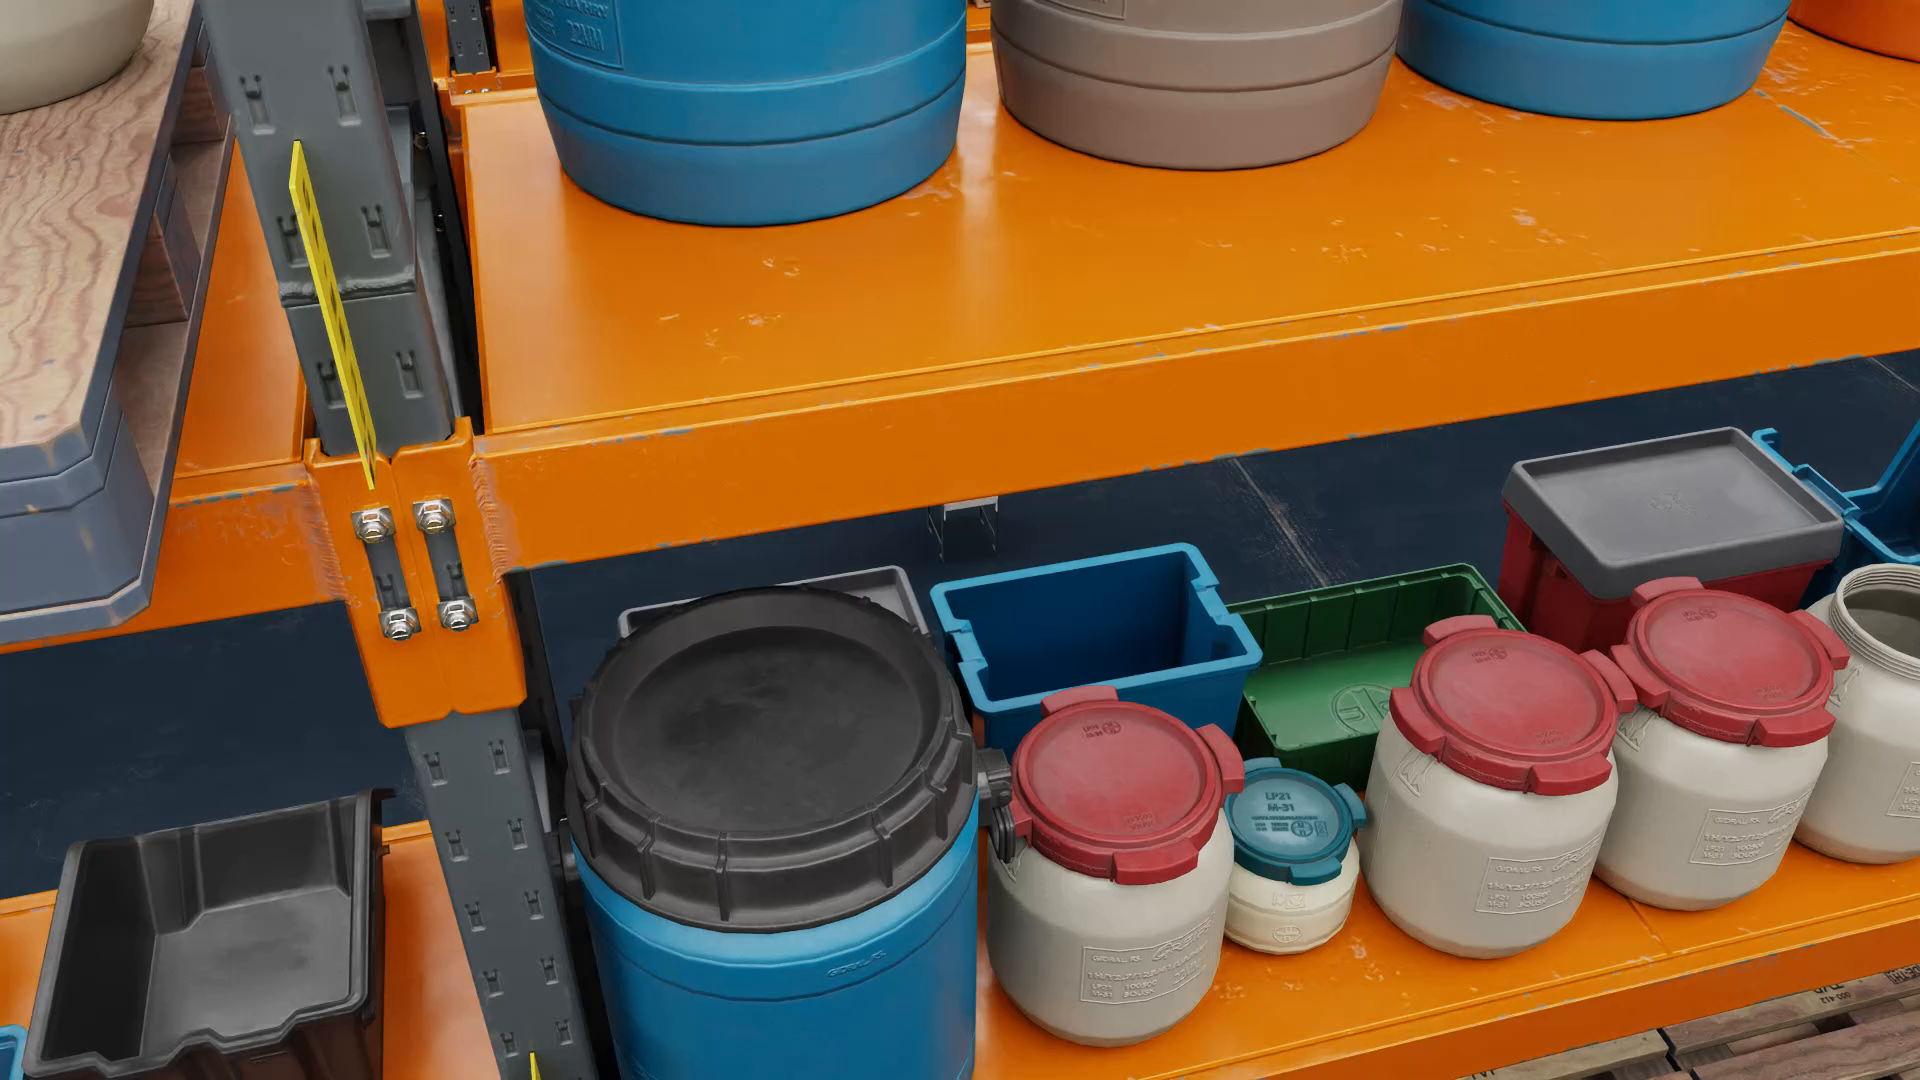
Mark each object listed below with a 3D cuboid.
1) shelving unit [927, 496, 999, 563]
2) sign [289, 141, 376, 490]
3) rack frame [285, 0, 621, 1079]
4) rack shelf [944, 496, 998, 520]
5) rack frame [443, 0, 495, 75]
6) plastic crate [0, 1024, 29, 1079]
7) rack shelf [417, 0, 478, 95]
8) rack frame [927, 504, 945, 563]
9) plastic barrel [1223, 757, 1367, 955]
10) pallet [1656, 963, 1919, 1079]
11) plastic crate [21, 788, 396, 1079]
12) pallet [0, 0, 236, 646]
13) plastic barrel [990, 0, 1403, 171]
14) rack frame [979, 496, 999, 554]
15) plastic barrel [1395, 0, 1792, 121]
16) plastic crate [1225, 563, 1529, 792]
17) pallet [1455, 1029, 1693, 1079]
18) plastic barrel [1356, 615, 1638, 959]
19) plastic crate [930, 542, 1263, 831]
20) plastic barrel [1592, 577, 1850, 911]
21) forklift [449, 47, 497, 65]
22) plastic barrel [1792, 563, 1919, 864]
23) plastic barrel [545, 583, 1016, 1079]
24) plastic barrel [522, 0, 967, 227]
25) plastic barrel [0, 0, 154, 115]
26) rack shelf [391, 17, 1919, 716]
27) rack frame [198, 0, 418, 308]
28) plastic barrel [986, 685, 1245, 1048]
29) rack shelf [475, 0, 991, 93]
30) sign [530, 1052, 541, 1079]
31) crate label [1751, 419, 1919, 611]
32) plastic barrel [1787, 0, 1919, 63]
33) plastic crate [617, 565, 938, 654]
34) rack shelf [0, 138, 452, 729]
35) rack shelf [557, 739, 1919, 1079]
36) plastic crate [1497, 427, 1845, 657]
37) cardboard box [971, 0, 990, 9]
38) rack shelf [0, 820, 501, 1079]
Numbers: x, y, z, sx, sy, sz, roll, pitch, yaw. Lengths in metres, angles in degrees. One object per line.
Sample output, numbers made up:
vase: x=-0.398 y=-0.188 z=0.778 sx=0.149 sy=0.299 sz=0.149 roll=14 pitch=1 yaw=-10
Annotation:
shelving unit: x=0.008 y=-0.359 z=5.978 sx=0.210 sy=0.900 sz=0.258 roll=-9 pitch=38 yaw=-12
sign: x=-0.591 y=-0.206 z=1.574 sx=0.005 sy=0.325 sz=0.100 roll=-9 pitch=38 yaw=-12
rack frame: x=-0.723 y=0.665 z=2.912 sx=0.127 sy=3.000 sz=1.000 roll=-9 pitch=38 yaw=-12
rack shelf: x=0.008 y=-0.189 z=6.108 sx=0.200 sy=0.077 sz=0.258 roll=-9 pitch=38 yaw=-12
rack frame: x=-2.011 y=-2.241 z=6.711 sx=0.127 sy=3.000 sz=1.000 roll=-9 pitch=38 yaw=-12
plastic crate: x=-1.721 y=1.058 z=2.520 sx=0.616 sy=0.251 sz=0.499 roll=-9 pitch=38 yaw=-12
rack shelf: x=-3.942 y=-1.639 z=6.516 sx=4.000 sy=0.370 sz=1.077 roll=-9 pitch=38 yaw=-12
rack frame: x=-0.090 y=-0.343 z=5.957 sx=0.006 sy=0.900 sz=0.240 roll=-9 pitch=38 yaw=-12
plastic barrel: x=0.595 y=0.600 z=3.111 sx=0.301 sy=0.262 sz=0.301 roll=0 pitch=37 yaw=0
pallet: x=2.380 y=1.238 z=4.457 sx=1.213 sy=0.211 sz=1.003 roll=-9 pitch=38 yaw=-12
plastic crate: x=-1.262 y=0.698 z=2.920 sx=0.504 sy=0.338 sz=0.767 roll=-9 pitch=38 yaw=-12
pallet: x=-1.394 y=-0.280 z=1.834 sx=1.003 sy=0.211 sz=1.213 roll=-9 pitch=38 yaw=-12
plastic barrel: x=0.343 y=-1.037 z=2.256 sx=0.600 sy=0.901 sz=0.600 roll=0 pitch=37 yaw=0
rack frame: x=0.106 y=-0.375 z=5.999 sx=0.006 sy=0.900 sz=0.240 roll=-9 pitch=38 yaw=-12
plastic barrel: x=0.974 y=-1.141 z=2.391 sx=0.708 sy=0.901 sz=0.600 roll=-9 pitch=38 yaw=-12
plastic crate: x=0.884 y=0.307 z=3.554 sx=0.662 sy=0.188 sz=0.450 roll=-9 pitch=38 yaw=-12
pallet: x=1.205 y=1.430 z=4.207 sx=1.213 sy=0.211 sz=1.003 roll=-9 pitch=38 yaw=-12
plastic barrel: x=0.966 y=0.472 z=3.053 sx=0.433 sy=0.535 sz=0.433 roll=0 pitch=37 yaw=0
plastic crate: x=0.261 y=0.314 z=3.384 sx=0.575 sy=0.384 sz=0.392 roll=-9 pitch=38 yaw=-12
plastic barrel: x=1.384 y=0.403 z=3.143 sx=0.433 sy=0.535 sz=0.433 roll=0 pitch=37 yaw=0
forklift: x=-3.821 y=-3.419 z=8.307 sx=3.031 sy=2.935 sz=1.130 roll=-10 pitch=38 yaw=-12
plastic barrel: x=1.794 y=0.342 z=3.243 sx=0.421 sy=0.512 sz=0.421 roll=0 pitch=37 yaw=0
plastic barrel: x=-0.271 y=0.582 z=2.608 sx=0.708 sy=0.901 sz=0.600 roll=-9 pitch=38 yaw=-12
plastic barrel: x=-0.289 y=-0.934 z=2.120 sx=0.708 sy=0.901 sz=0.600 roll=-9 pitch=38 yaw=-12
plastic barrel: x=-1.190 y=-0.785 z=1.901 sx=0.421 sy=0.512 sz=0.421 roll=0 pitch=37 yaw=0
rack shelf: x=1.208 y=-0.558 z=2.634 sx=4.000 sy=0.370 sz=1.077 roll=-9 pitch=38 yaw=-12
rack frame: x=-0.723 y=-1.718 z=1.090 sx=0.127 sy=3.000 sz=1.000 roll=-9 pitch=38 yaw=-12
plastic barrel: x=0.258 y=0.588 z=2.901 sx=0.433 sy=0.535 sz=0.433 roll=0 pitch=37 yaw=0
rack shelf: x=-0.080 y=-2.273 z=7.344 sx=4.000 sy=0.370 sz=1.077 roll=-9 pitch=38 yaw=-12
sign: x=-0.591 y=0.879 z=2.404 sx=0.005 sy=0.325 sz=0.100 roll=-9 pitch=38 yaw=-12
crate label: x=2.109 y=0.016 z=3.732 sx=0.616 sy=0.435 sz=0.502 roll=-9 pitch=38 yaw=-12
plastic barrel: x=1.658 y=-1.225 z=2.560 sx=0.708 sy=0.830 sz=0.600 roll=-9 pitch=38 yaw=-12
plastic crate: x=-0.336 y=0.383 z=3.228 sx=0.583 sy=0.464 sz=0.402 roll=-9 pitch=38 yaw=-12
rack shelf: x=-2.654 y=0.076 z=1.805 sx=4.000 sy=0.370 sz=1.077 roll=-9 pitch=38 yaw=-12
rack shelf: x=1.208 y=0.634 z=3.545 sx=4.000 sy=0.370 sz=1.077 roll=-9 pitch=38 yaw=-12
plastic crate: x=1.499 y=0.082 z=3.621 sx=0.583 sy=0.464 sz=0.402 roll=-9 pitch=38 yaw=-12
cardboard box: x=0.235 y=-2.639 z=7.149 sx=0.500 sy=0.500 sz=0.500 roll=-11 pitch=39 yaw=-14
rack shelf: x=-2.654 y=1.267 z=2.717 sx=4.000 sy=0.370 sz=1.077 roll=-9 pitch=38 yaw=-12
